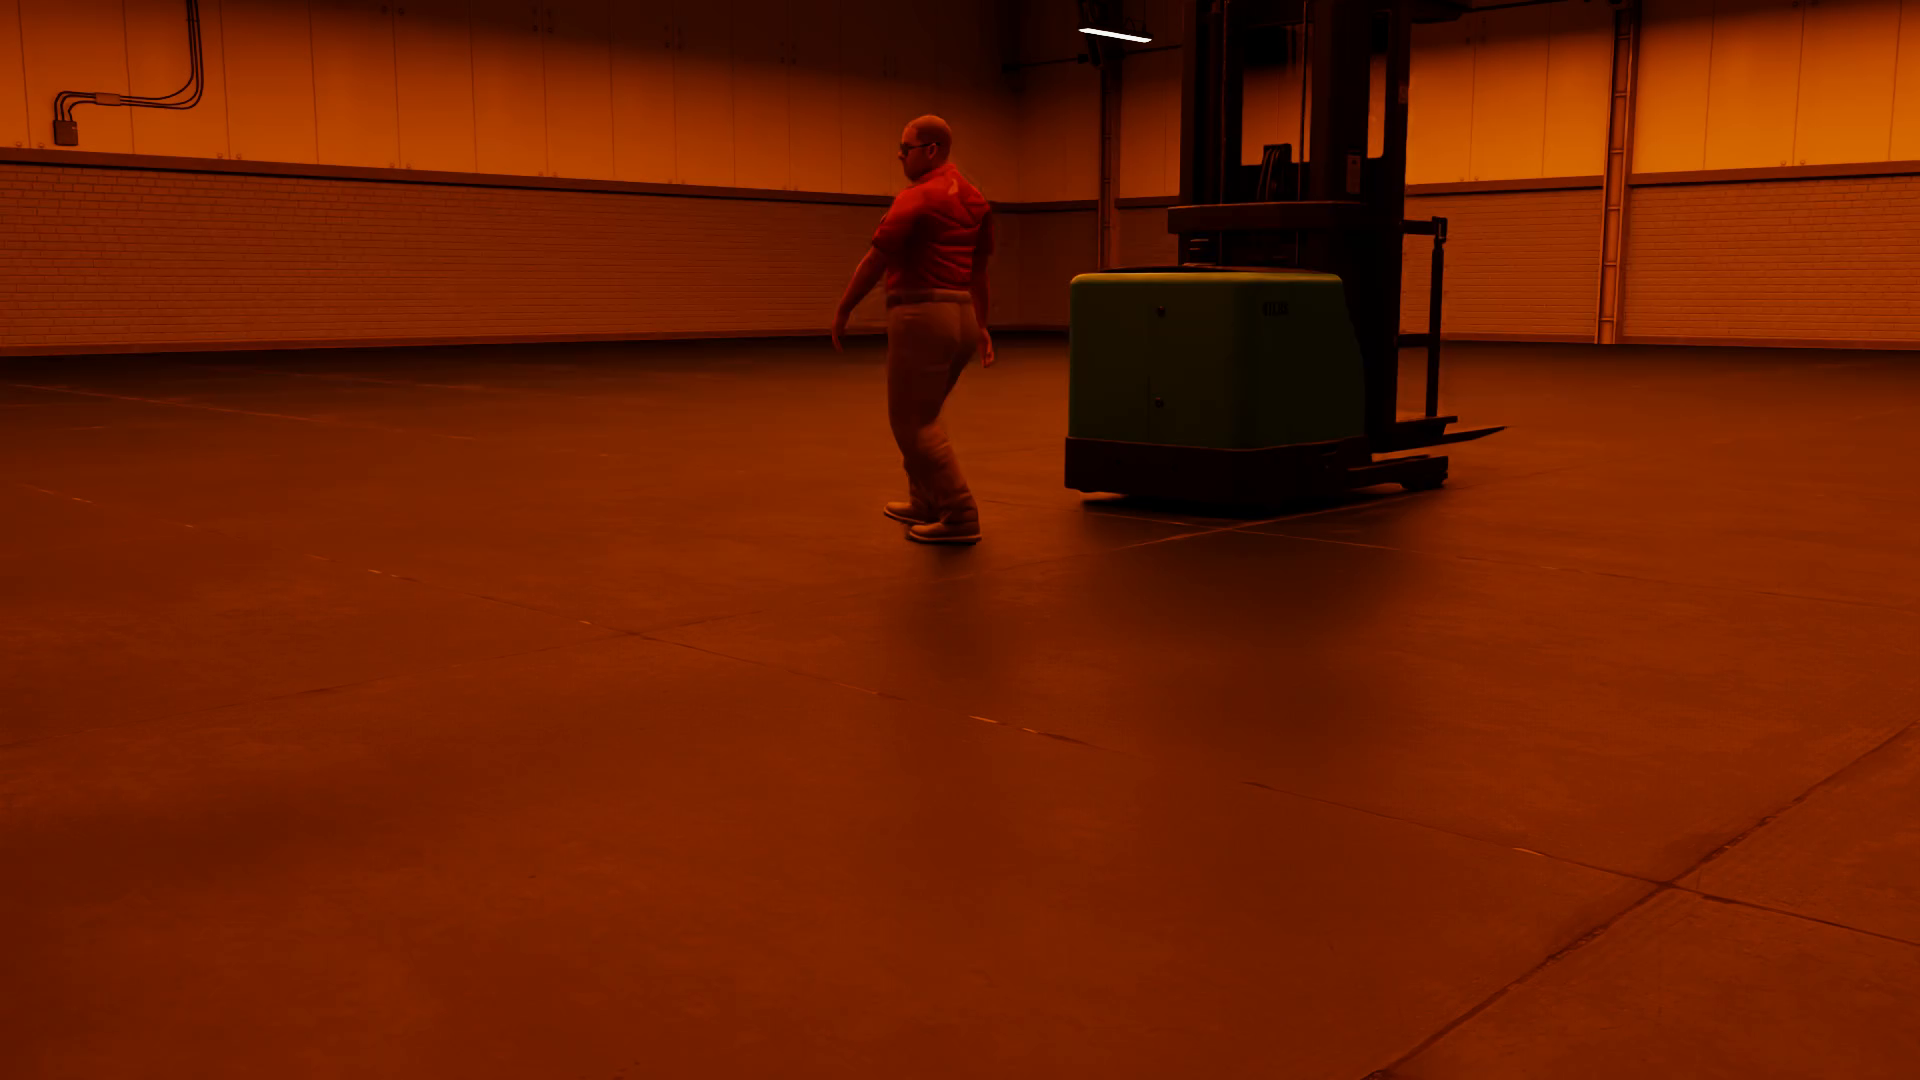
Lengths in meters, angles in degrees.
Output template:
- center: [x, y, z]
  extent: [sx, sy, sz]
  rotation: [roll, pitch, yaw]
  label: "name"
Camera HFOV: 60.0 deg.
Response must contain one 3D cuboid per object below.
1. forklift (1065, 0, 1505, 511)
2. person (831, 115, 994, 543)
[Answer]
- center: [1.860, -1.743, 8.449]
  extent: [1.130, 2.935, 3.031]
  rotation: [8, 11, 42]
  label: "forklift"
- center: [-0.151, -0.848, 6.729]
  extent: [0.663, 1.681, 0.667]
  rotation: [5, 10, 28]
  label: "person"
